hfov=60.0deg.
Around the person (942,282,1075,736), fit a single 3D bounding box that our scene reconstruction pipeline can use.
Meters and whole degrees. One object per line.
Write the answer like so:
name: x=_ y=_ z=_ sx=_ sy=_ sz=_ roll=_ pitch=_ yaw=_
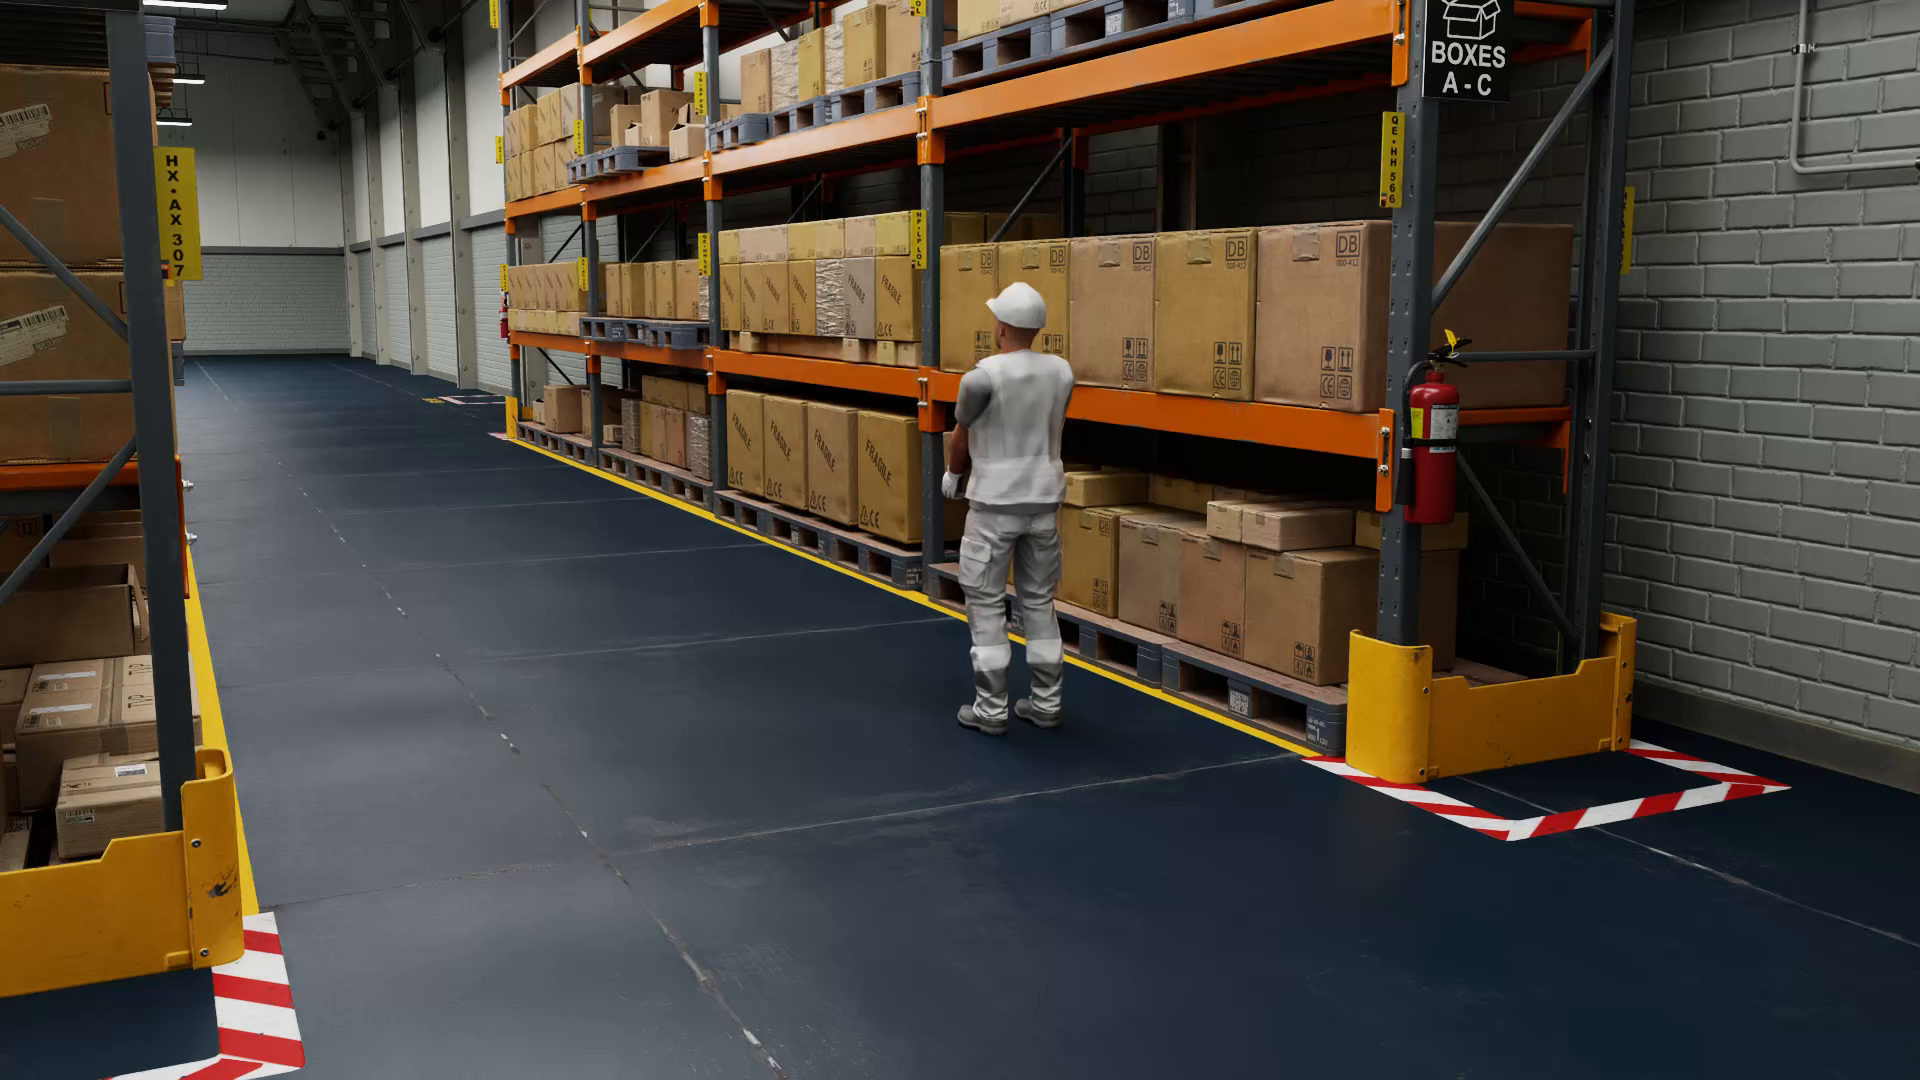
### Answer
person: x=0.165 y=-0.135 z=6.691 sx=0.493 sy=1.782 sz=0.563 roll=-4 pitch=9 yaw=-25
